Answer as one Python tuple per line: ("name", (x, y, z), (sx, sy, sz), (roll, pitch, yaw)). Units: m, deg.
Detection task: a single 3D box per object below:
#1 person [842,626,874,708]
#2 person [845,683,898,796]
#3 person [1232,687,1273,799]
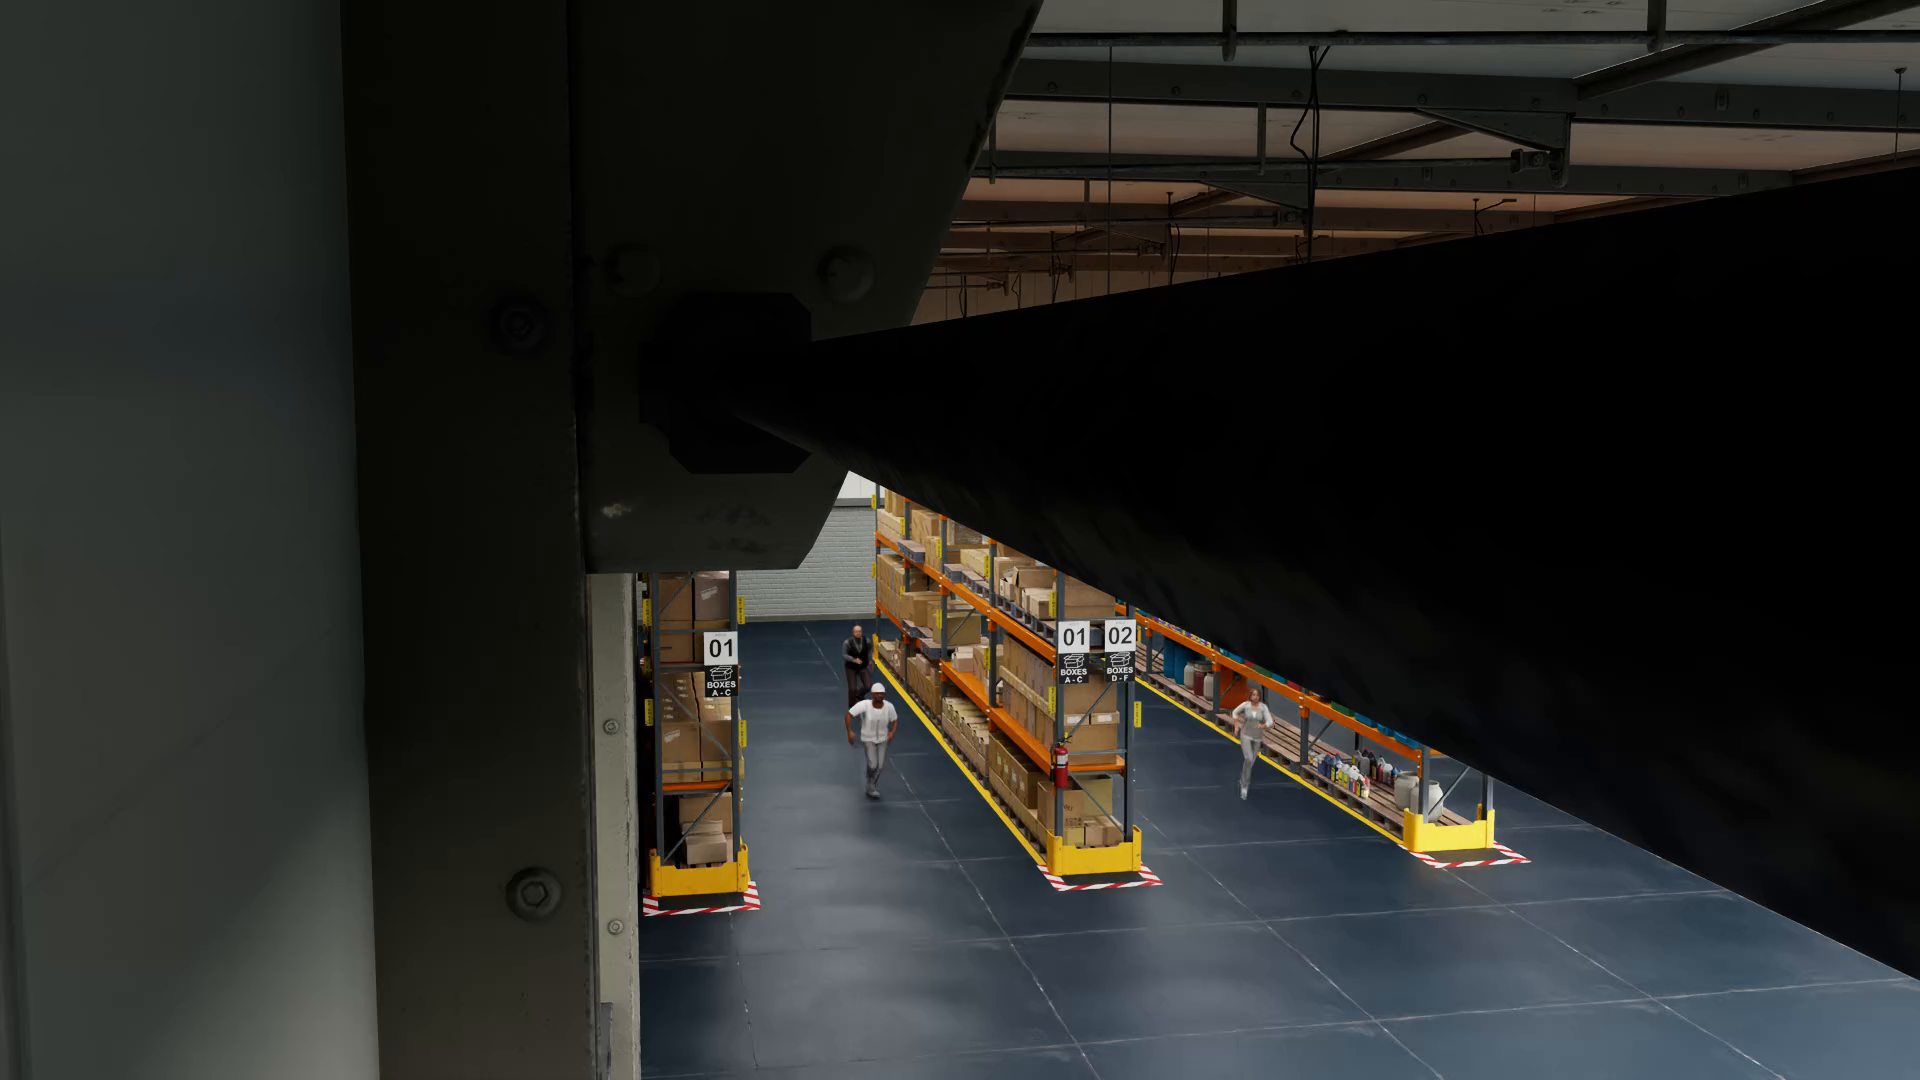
("person", (-1.893, 2.373, 30.814), (0.648, 1.610, 0.785), (-2, 6, -19))
("person", (-1.281, 2.957, 24.540), (0.790, 1.720, 0.568), (-2, 6, -19))
("person", (4.360, 2.992, 24.804), (0.527, 1.629, 0.653), (-1, 6, -8))
